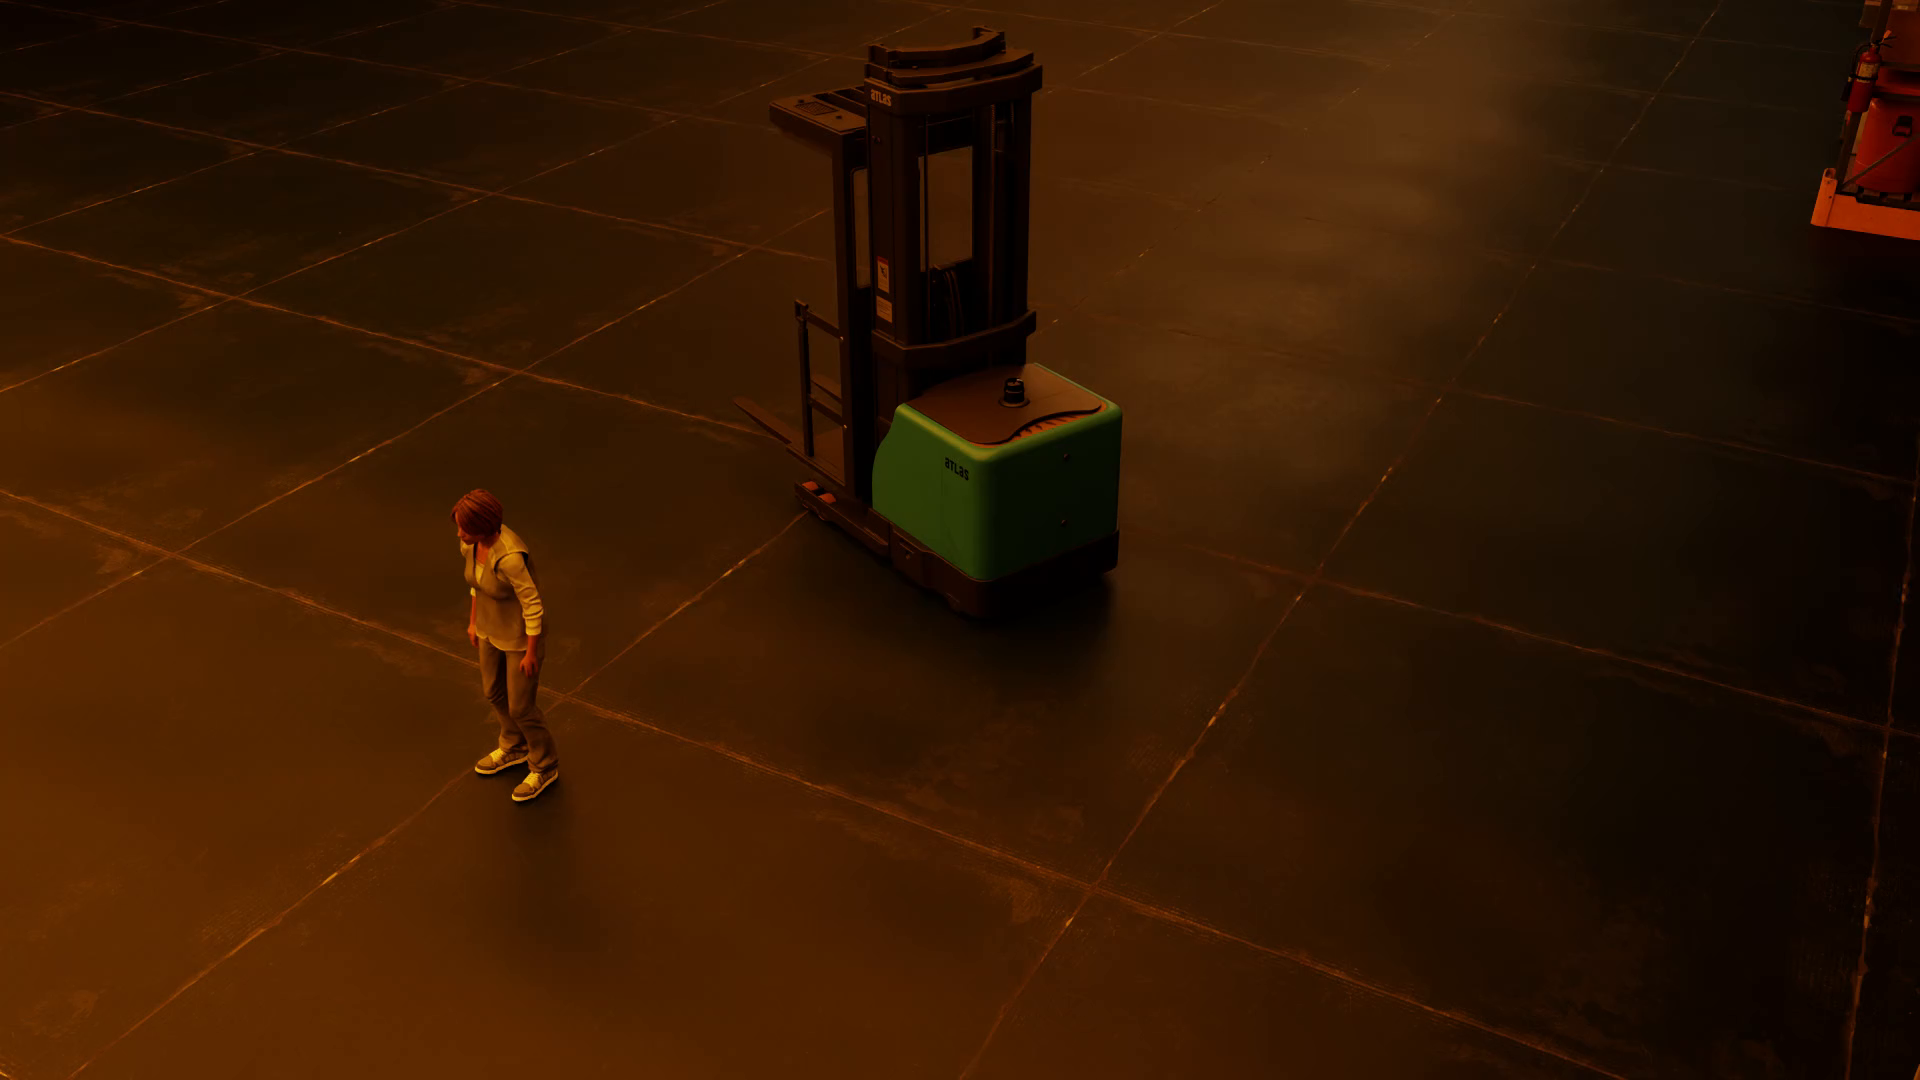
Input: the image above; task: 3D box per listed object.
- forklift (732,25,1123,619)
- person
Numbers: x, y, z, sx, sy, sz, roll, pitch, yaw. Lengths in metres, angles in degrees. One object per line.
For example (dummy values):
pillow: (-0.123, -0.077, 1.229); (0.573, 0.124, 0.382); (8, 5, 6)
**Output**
forklift: (-0.367, -1.518, 9.701); (1.130, 2.935, 3.031); (-20, 36, -31)
person: (-2.076, 0.455, 7.621); (0.485, 1.593, 0.342); (23, 37, 34)
